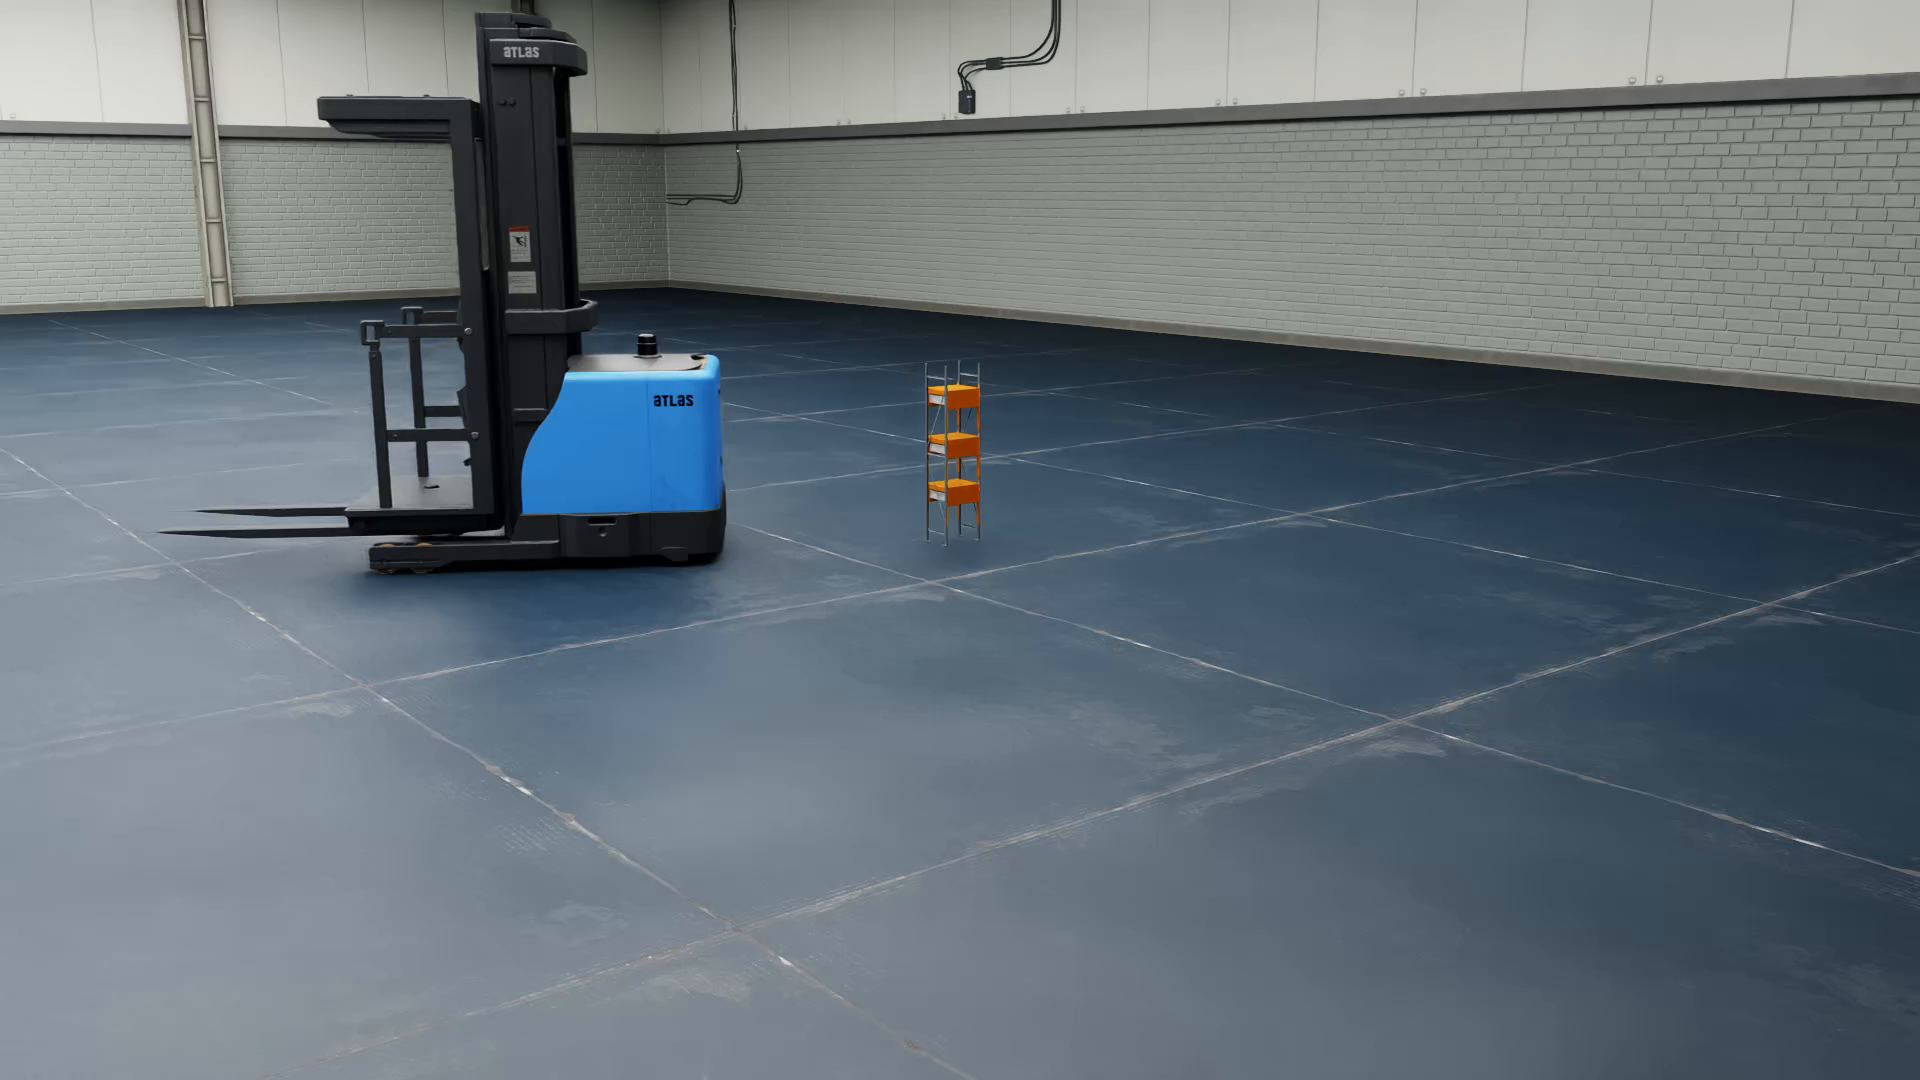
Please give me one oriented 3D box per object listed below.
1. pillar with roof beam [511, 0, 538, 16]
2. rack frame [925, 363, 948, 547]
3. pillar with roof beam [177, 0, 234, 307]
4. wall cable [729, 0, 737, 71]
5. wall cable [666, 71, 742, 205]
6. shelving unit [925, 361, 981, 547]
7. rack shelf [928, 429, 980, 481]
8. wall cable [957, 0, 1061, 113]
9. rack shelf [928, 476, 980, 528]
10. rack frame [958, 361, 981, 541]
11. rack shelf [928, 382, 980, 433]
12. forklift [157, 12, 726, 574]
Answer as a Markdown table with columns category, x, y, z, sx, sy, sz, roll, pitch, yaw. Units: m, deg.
| category | x | y | z | sx | sy | sz | roll | pitch | yaw |
| --- | --- | --- | --- | --- | --- | --- | --- | --- | --- |
| pillar with roof beam | -5.635 | -8.593 | 28.661 | 0.400 | 9.000 | 9.100 | -9 | 15 | -38 |
| rack frame | -0.137 | -0.491 | 9.643 | 0.008 | 1.050 | 0.200 | -9 | 15 | -38 |
| pillar with roof beam | -10.320 | -7.814 | 24.994 | 0.400 | 9.000 | 9.100 | -9 | 15 | -38 |
| wall cable | -3.507 | -9.972 | 30.471 | 0.112 | 2.526 | 3.097 | -9 | 15 | -38 |
| wall cable | -5.197 | -7.940 | 33.062 | 0.112 | 2.526 | 3.097 | -9 | 15 | -38 |
| shelving unit | -0.042 | -0.507 | 9.717 | 0.252 | 1.050 | 0.215 | -9 | 15 | -38 |
| rack shelf | -0.042 | -0.496 | 9.719 | 0.240 | 0.259 | 0.215 | -9 | 15 | -38 |
| wall cable | 0.721 | -9.580 | 25.125 | 0.169 | 6.003 | 2.305 | -9 | 15 | -38 |
| rack shelf | -0.042 | -0.224 | 9.777 | 0.240 | 0.259 | 0.215 | -9 | 15 | -38 |
| rack frame | 0.053 | -0.522 | 9.792 | 0.008 | 1.050 | 0.200 | -9 | 15 | -38 |
| rack shelf | -0.042 | -0.774 | 9.660 | 0.240 | 0.259 | 0.215 | -9 | 15 | -38 |
| forklift | -2.877 | -1.363 | 9.223 | 3.031 | 2.935 | 1.130 | -1 | 12 | -6 |
